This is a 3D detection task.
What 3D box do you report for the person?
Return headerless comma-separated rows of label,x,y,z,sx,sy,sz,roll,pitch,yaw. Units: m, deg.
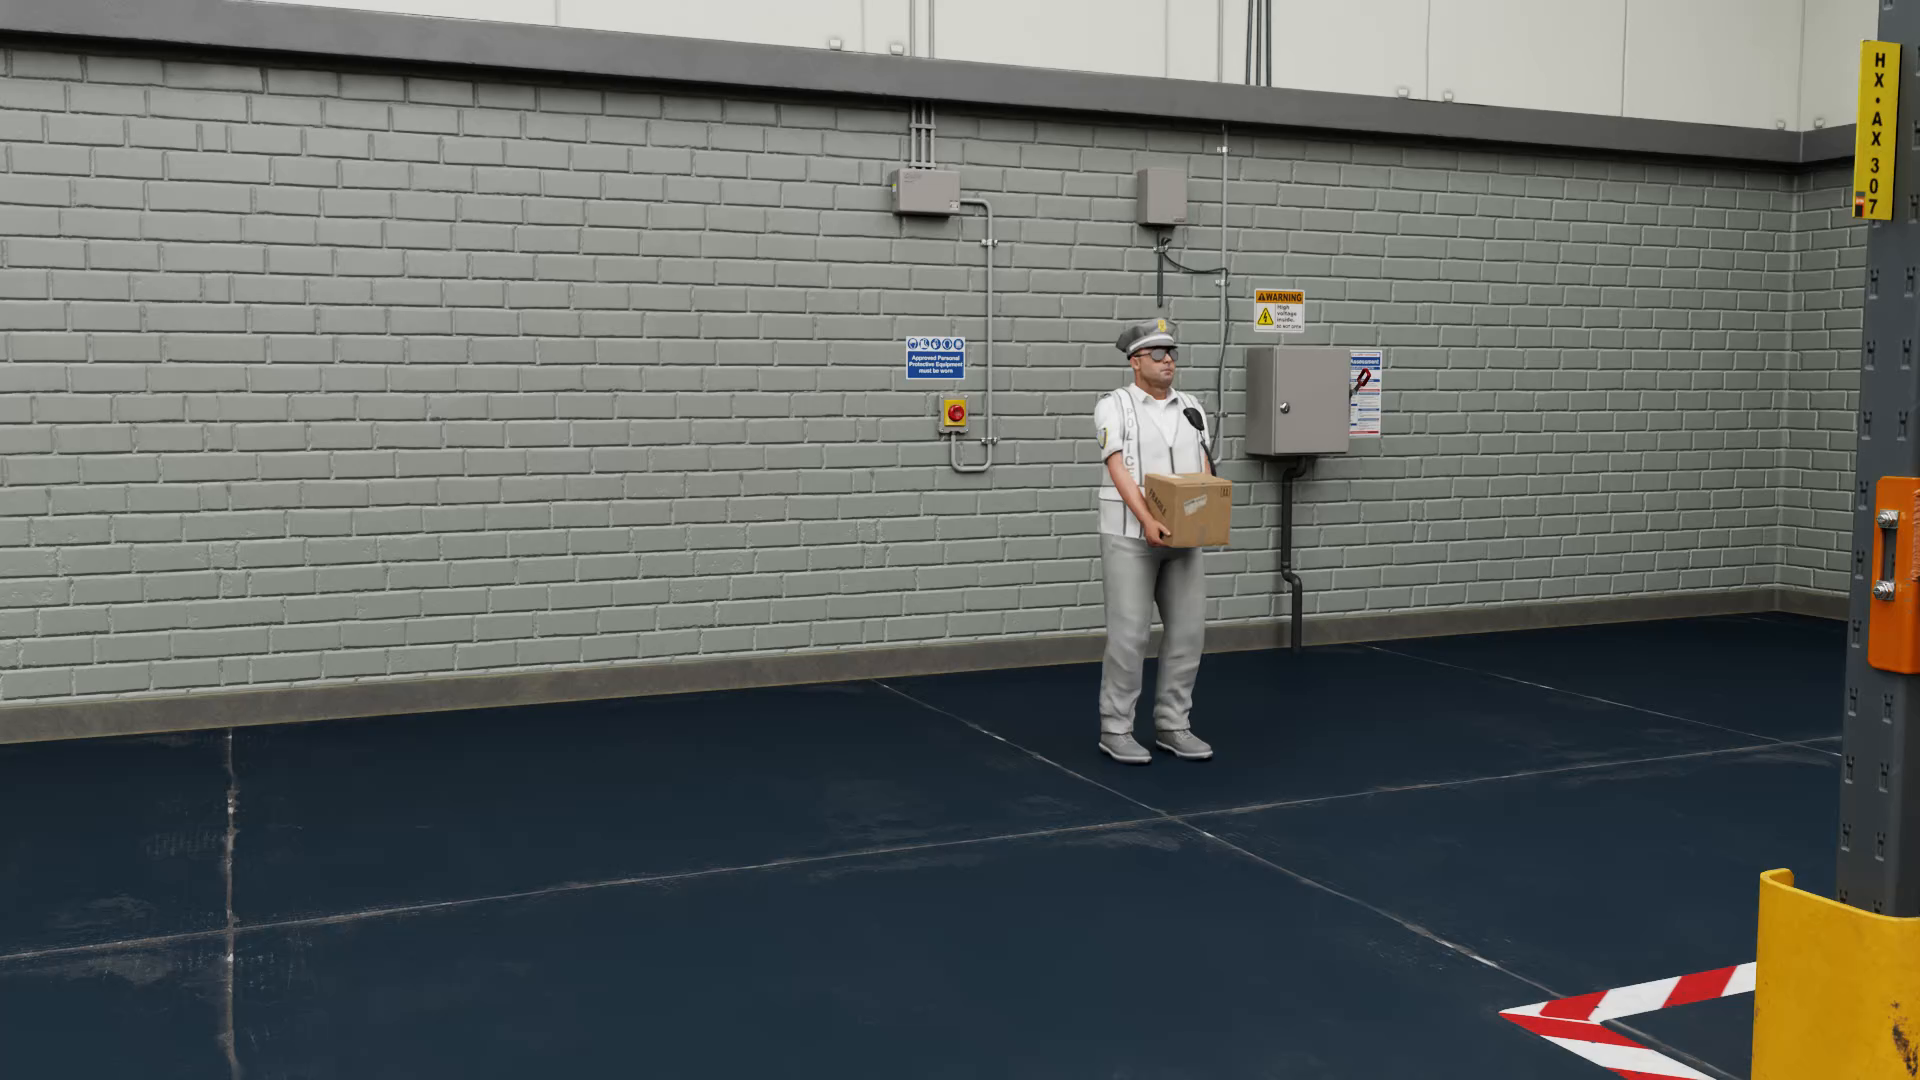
person,0.822,-0.004,6.667,0.494,1.763,0.570,-2,6,-24
